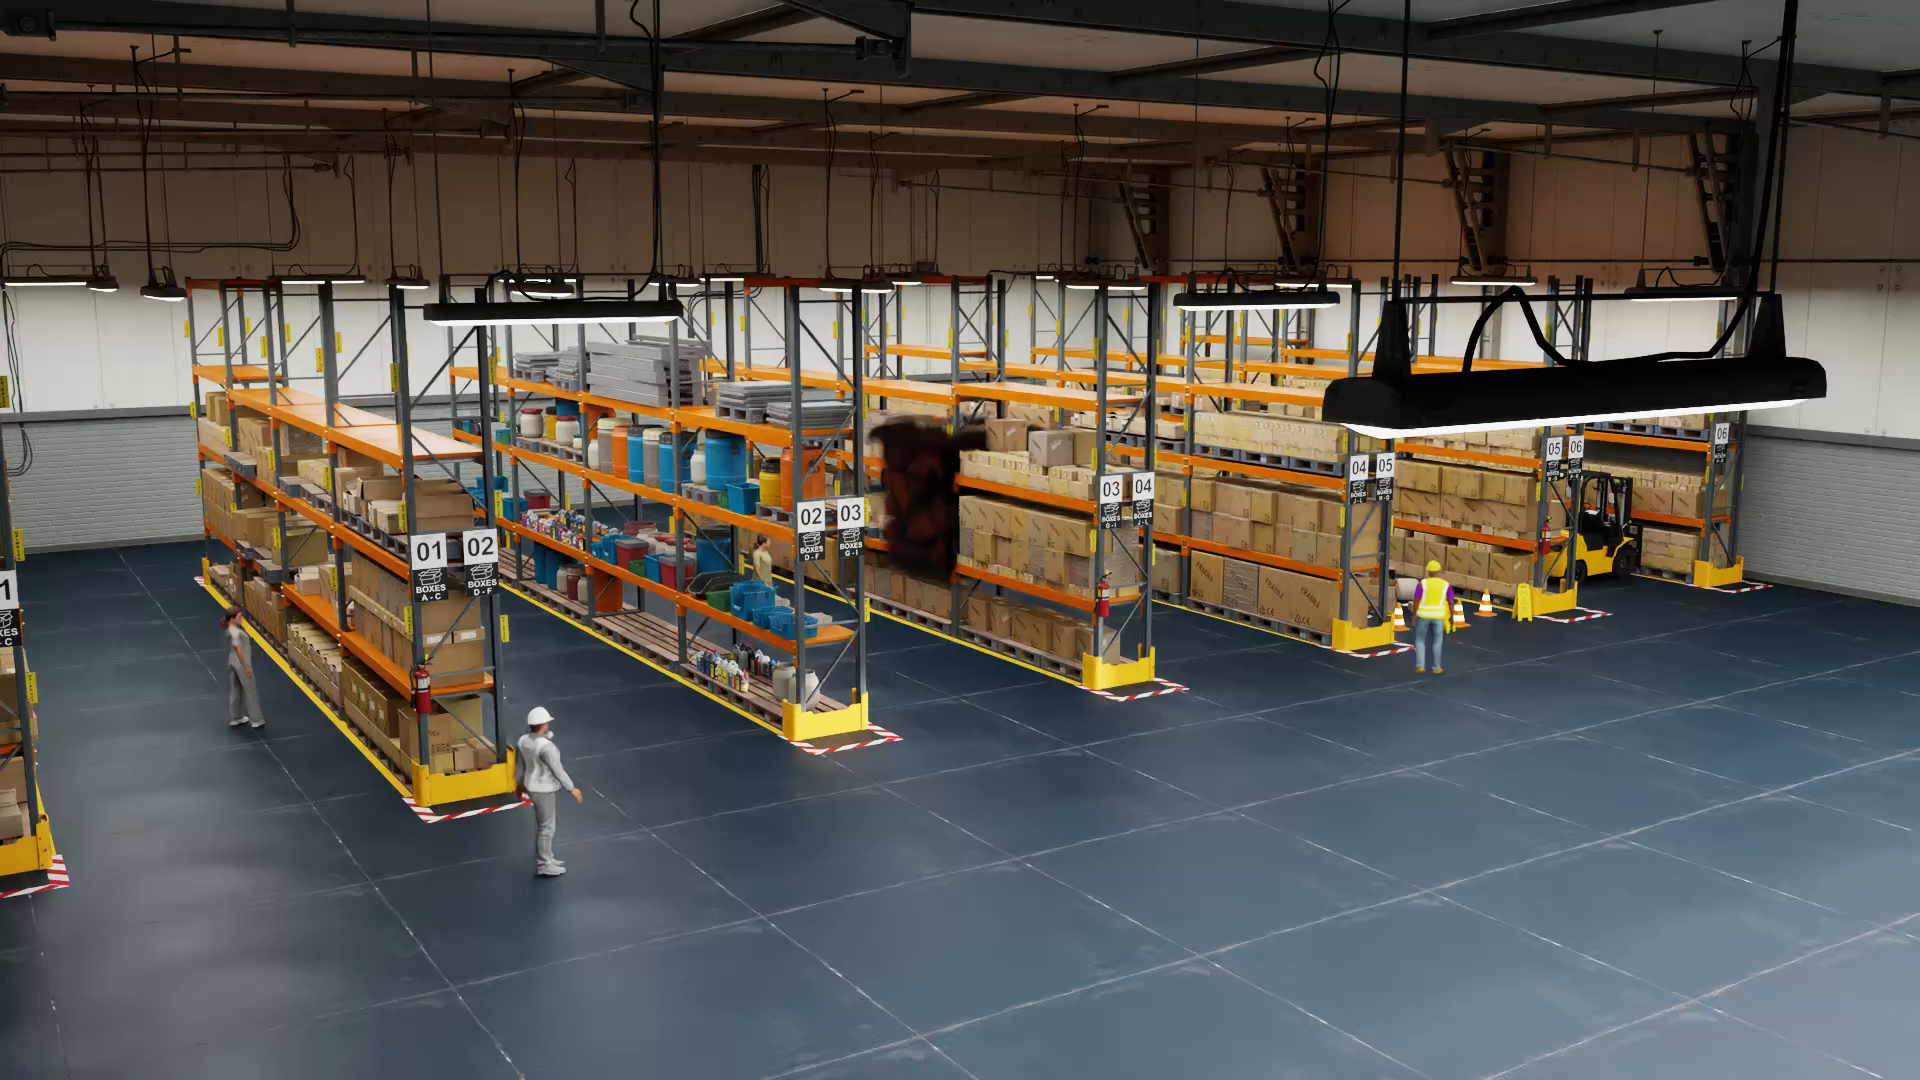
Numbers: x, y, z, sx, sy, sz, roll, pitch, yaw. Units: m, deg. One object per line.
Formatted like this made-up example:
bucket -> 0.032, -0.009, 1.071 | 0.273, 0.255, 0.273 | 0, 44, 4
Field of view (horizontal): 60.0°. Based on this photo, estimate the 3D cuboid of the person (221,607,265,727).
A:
person -> -9.784, 1.724, 22.700 | 0.521, 1.667, 0.443 | 8, 13, 41

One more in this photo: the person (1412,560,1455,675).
person -> 7.297, 1.220, 25.641 | 0.634, 1.839, 0.420 | 3, 10, 16

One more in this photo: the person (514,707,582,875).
person -> -4.281, 2.607, 17.283 | 0.619, 1.803, 0.576 | -4, 10, -24

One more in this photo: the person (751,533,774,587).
person -> -3.198, 0.704, 27.039 | 0.396, 1.626, 0.952 | -8, 12, -39
